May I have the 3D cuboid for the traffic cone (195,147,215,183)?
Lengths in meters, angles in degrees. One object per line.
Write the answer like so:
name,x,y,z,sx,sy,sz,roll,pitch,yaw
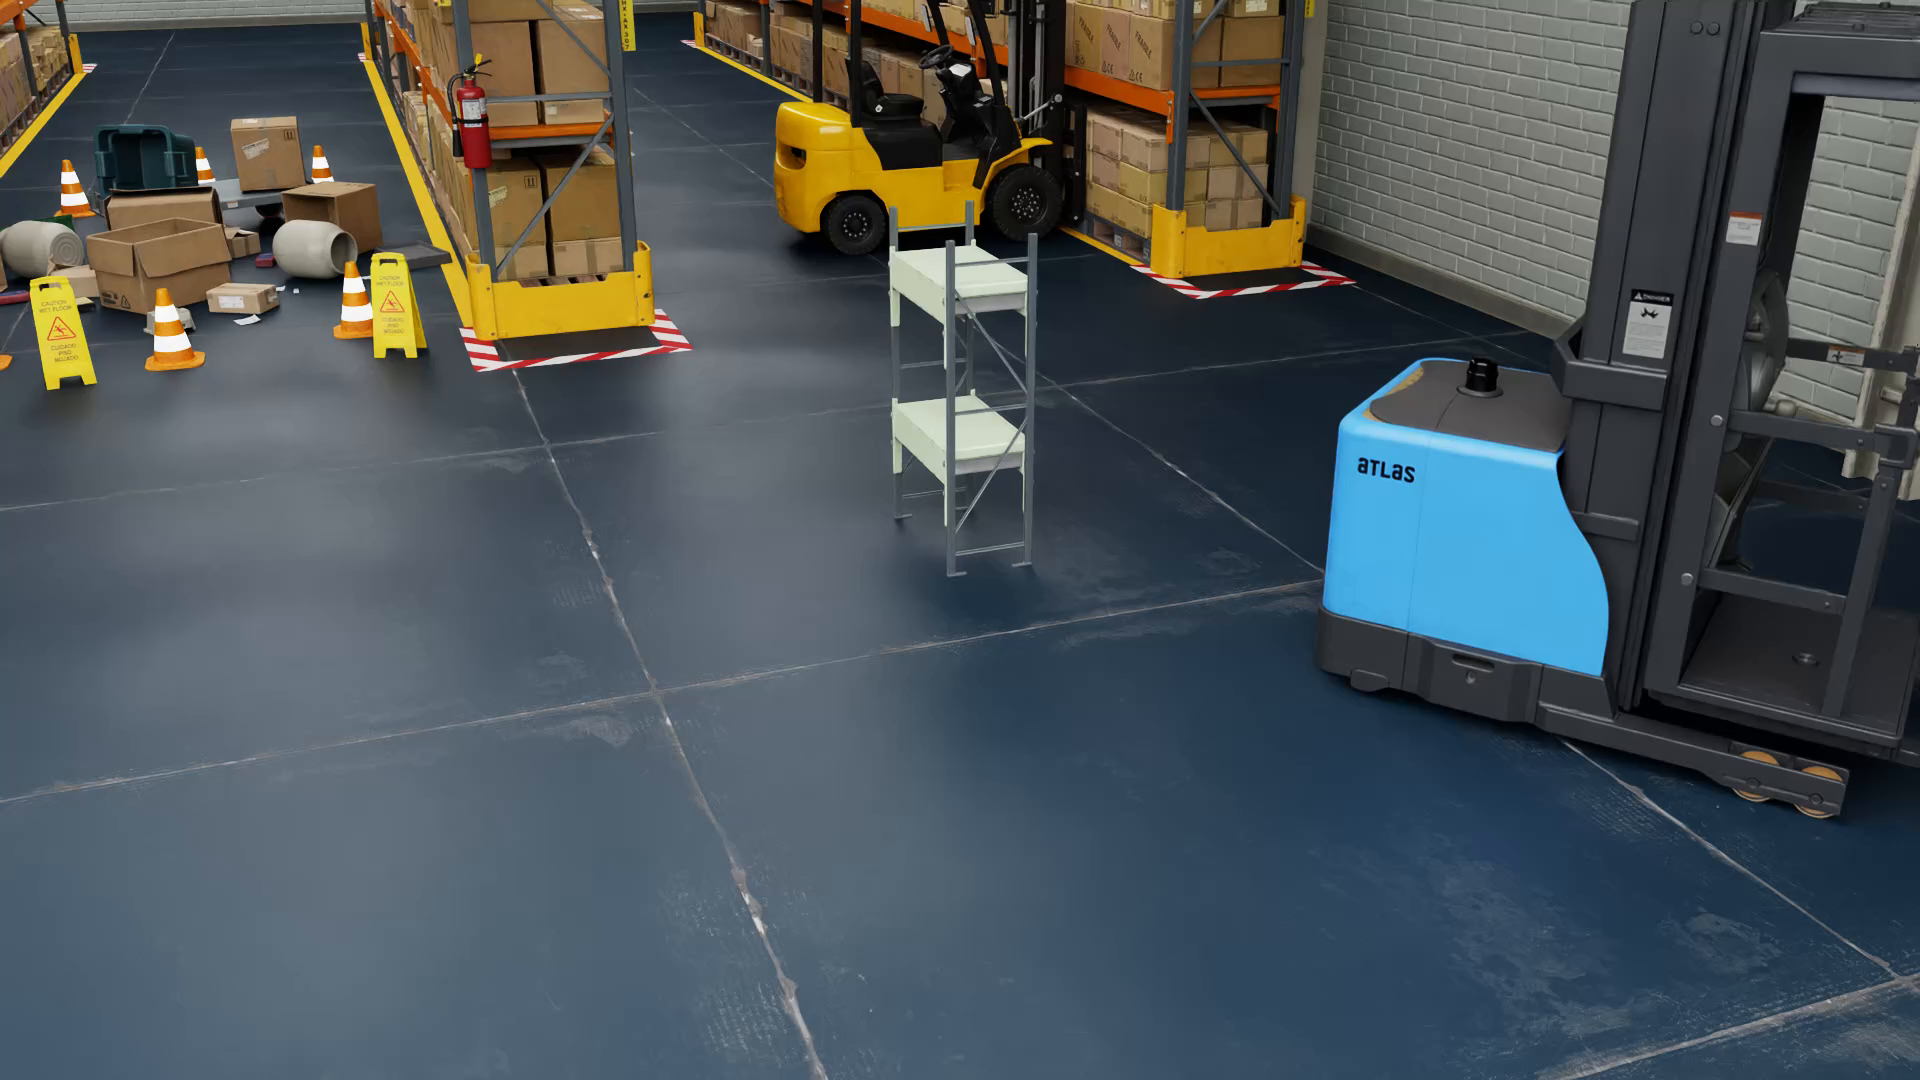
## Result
traffic cone,-6.819,-3.300,14.984,0.336,0.463,0.334,-8,24,-19

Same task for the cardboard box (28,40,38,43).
cardboard box,-11.860,-6.217,21.003,0.380,0.149,0.250,-9,25,-21

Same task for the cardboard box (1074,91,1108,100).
cardboard box,1.323,-3.792,14.597,0.500,0.250,0.500,-8,24,-19

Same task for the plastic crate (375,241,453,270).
plastic crate,-4.246,-2.214,12.900,0.402,0.080,0.583,-18,29,-37

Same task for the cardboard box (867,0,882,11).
cardboard box,-0.703,-5.931,18.153,0.500,0.250,0.500,-9,24,-20

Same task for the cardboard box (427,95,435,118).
cardboard box,-4.089,-3.508,13.410,0.380,0.149,0.250,-8,24,-18

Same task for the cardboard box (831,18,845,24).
cardboard box,-1.463,-6.699,21.625,0.380,0.149,0.250,-8,24,-18

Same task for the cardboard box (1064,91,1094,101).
cardboard box,0.844,-3.727,14.442,0.500,0.250,0.500,-7,24,-17

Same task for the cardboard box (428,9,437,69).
cardboard box,-3.577,-3.683,12.115,0.500,0.500,0.500,-8,24,-18

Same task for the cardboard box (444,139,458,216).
cardboard box,-3.506,-2.690,12.304,0.500,0.500,0.500,-9,24,-20

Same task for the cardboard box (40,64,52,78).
cardboard box,-11.779,-5.955,21.148,0.380,0.149,0.250,-9,24,-20

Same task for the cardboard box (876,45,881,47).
cardboard box,-0.846,-5.792,20.309,0.500,0.500,0.500,-8,24,-19

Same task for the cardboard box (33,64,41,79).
cardboard box,-11.283,-5.626,19.983,0.380,0.149,0.250,-7,24,-17

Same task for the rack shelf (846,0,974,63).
rack shelf,-0.097,-5.320,17.436,1.077,0.370,4.000,-8,24,-19

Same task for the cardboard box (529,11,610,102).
cardboard box,-2.528,-3.182,10.927,0.500,0.500,0.500,-9,24,-20

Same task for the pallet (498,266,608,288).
pallet,-2.901,-1.832,11.824,1.003,0.211,1.213,-8,24,-19

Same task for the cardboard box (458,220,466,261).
cardboard box,-3.333,-2.162,12.016,0.500,0.250,0.500,-8,24,-19

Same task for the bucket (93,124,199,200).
bucket,-6.423,-2.985,13.229,0.726,0.611,0.620,0,13,-1

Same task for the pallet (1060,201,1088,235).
pallet,1.286,-2.901,14.361,1.003,0.211,1.213,-8,24,-19

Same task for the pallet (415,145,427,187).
pallet,-4.744,-3.684,16.219,1.003,0.211,1.213,-8,24,-19

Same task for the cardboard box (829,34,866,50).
cardboard box,-1.341,-5.958,19.867,0.380,0.149,0.250,-10,25,-22

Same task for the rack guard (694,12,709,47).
rack guard,-3.603,-8.106,26.337,1.175,0.500,0.348,-8,24,-19

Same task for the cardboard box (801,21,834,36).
cardboard box,-1.819,-6.539,21.246,0.380,0.149,0.250,-7,24,-17

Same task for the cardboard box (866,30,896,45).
cardboard box,-0.928,-6.131,20.276,0.380,0.149,0.250,-8,24,-18

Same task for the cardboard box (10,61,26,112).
cardboard box,-10.776,-5.054,18.557,0.500,0.500,0.500,-9,24,-20

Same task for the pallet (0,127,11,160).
pallet,-10.316,-3.979,16.919,1.003,0.211,1.213,-8,24,-19

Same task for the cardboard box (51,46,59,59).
cardboard box,-12.034,-6.376,21.763,0.380,0.149,0.250,-8,24,-18

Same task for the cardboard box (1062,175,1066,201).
cardboard box,1.021,-3.076,14.185,0.500,0.250,0.500,-8,24,-17

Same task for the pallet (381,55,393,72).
pallet,-7.490,-6.595,23.126,1.003,0.211,1.213,-8,24,-19

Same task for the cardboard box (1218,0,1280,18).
cardboard box,2.145,-3.975,12.356,0.380,0.149,0.250,-9,24,-20

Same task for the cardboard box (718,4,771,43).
cardboard box,-3.237,-7.775,25.014,0.700,0.500,0.500,-7,24,-17

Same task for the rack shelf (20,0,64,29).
rack shelf,-12.161,-6.829,21.015,1.077,0.370,4.000,-8,24,-19

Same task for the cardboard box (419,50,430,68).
cardboard box,-4.222,-3.968,13.626,0.380,0.149,0.250,-8,24,-19

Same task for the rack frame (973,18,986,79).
rack frame,0.609,-4.925,15.572,1.000,3.000,0.127,-8,24,-19

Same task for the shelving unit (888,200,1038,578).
shelving unit,0.002,-0.689,7.453,0.431,1.500,0.755,-8,24,-19

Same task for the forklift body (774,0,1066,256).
forklift body,-0.354,-3.519,13.330,2.313,2.155,1.214,-8,24,-19

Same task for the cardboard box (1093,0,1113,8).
cardboard box,1.270,-4.278,13.073,0.380,0.149,0.250,-9,25,-21

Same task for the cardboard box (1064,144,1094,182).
cardboard box,1.189,-3.131,13.671,0.500,0.250,0.500,-9,24,-20

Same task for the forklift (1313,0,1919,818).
forklift,2.893,-0.659,5.540,3.031,2.935,1.130,14,26,29

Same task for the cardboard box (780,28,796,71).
cardboard box,-2.059,-6.474,21.927,0.500,0.500,0.500,-9,24,-20

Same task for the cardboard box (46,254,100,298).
cardboard box,-6.298,-1.895,11.904,0.396,0.266,0.258,-4,23,-10

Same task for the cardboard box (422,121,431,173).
cardboard box,-4.478,-3.676,15.452,0.950,0.372,0.625,-7,24,-16

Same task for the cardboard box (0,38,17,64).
cardboard box,-10.786,-5.396,18.403,0.500,0.250,0.500,-7,24,-16

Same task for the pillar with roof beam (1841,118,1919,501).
pillar with roof beam,0.712,-3.842,5.279,9.100,9.000,0.400,-8,24,-19

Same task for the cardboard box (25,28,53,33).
cardboard box,-12.408,-6.784,22.347,0.380,0.149,0.250,-8,24,-18

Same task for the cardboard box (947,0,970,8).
cardboard box,0.196,-5.229,15.845,0.500,0.250,0.500,-9,24,-20

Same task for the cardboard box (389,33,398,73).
cardboard box,-6.981,-6.405,21.842,0.875,0.438,0.875,-9,24,-20

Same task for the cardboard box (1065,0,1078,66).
cardboard box,1.059,-4.217,13.765,0.500,0.500,0.500,-8,24,-19

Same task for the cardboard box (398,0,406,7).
cardboard box,-5.306,-5.314,16.279,0.380,0.149,0.250,-8,24,-19

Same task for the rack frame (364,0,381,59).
rack frame,-8.272,-8.603,24.298,1.000,3.000,0.127,-8,24,-19
